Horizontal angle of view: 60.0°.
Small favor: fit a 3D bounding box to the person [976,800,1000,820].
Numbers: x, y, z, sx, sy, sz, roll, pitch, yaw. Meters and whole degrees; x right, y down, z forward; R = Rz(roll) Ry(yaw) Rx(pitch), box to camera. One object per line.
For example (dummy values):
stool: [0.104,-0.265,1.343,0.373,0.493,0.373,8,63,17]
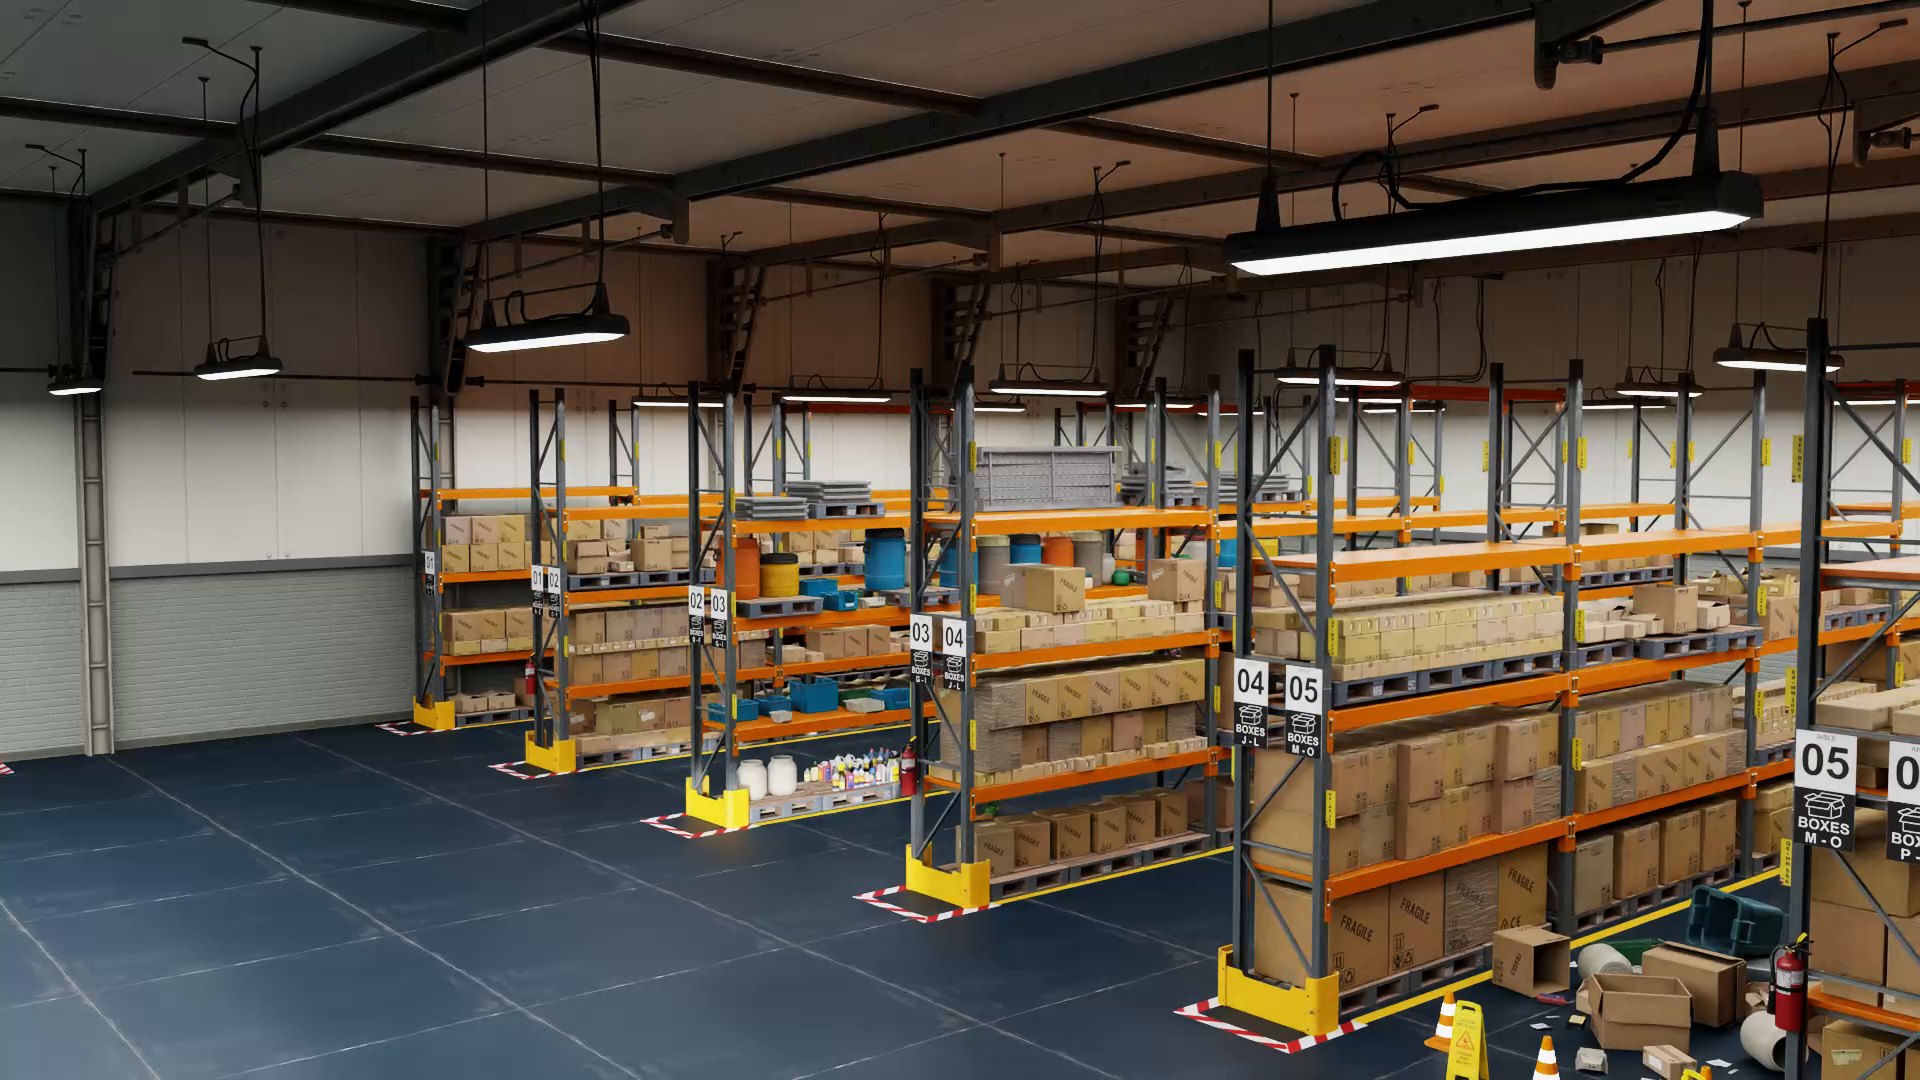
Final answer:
person: [0.391,2.917,22.778,0.359,1.809,0.697,2,4,27]
